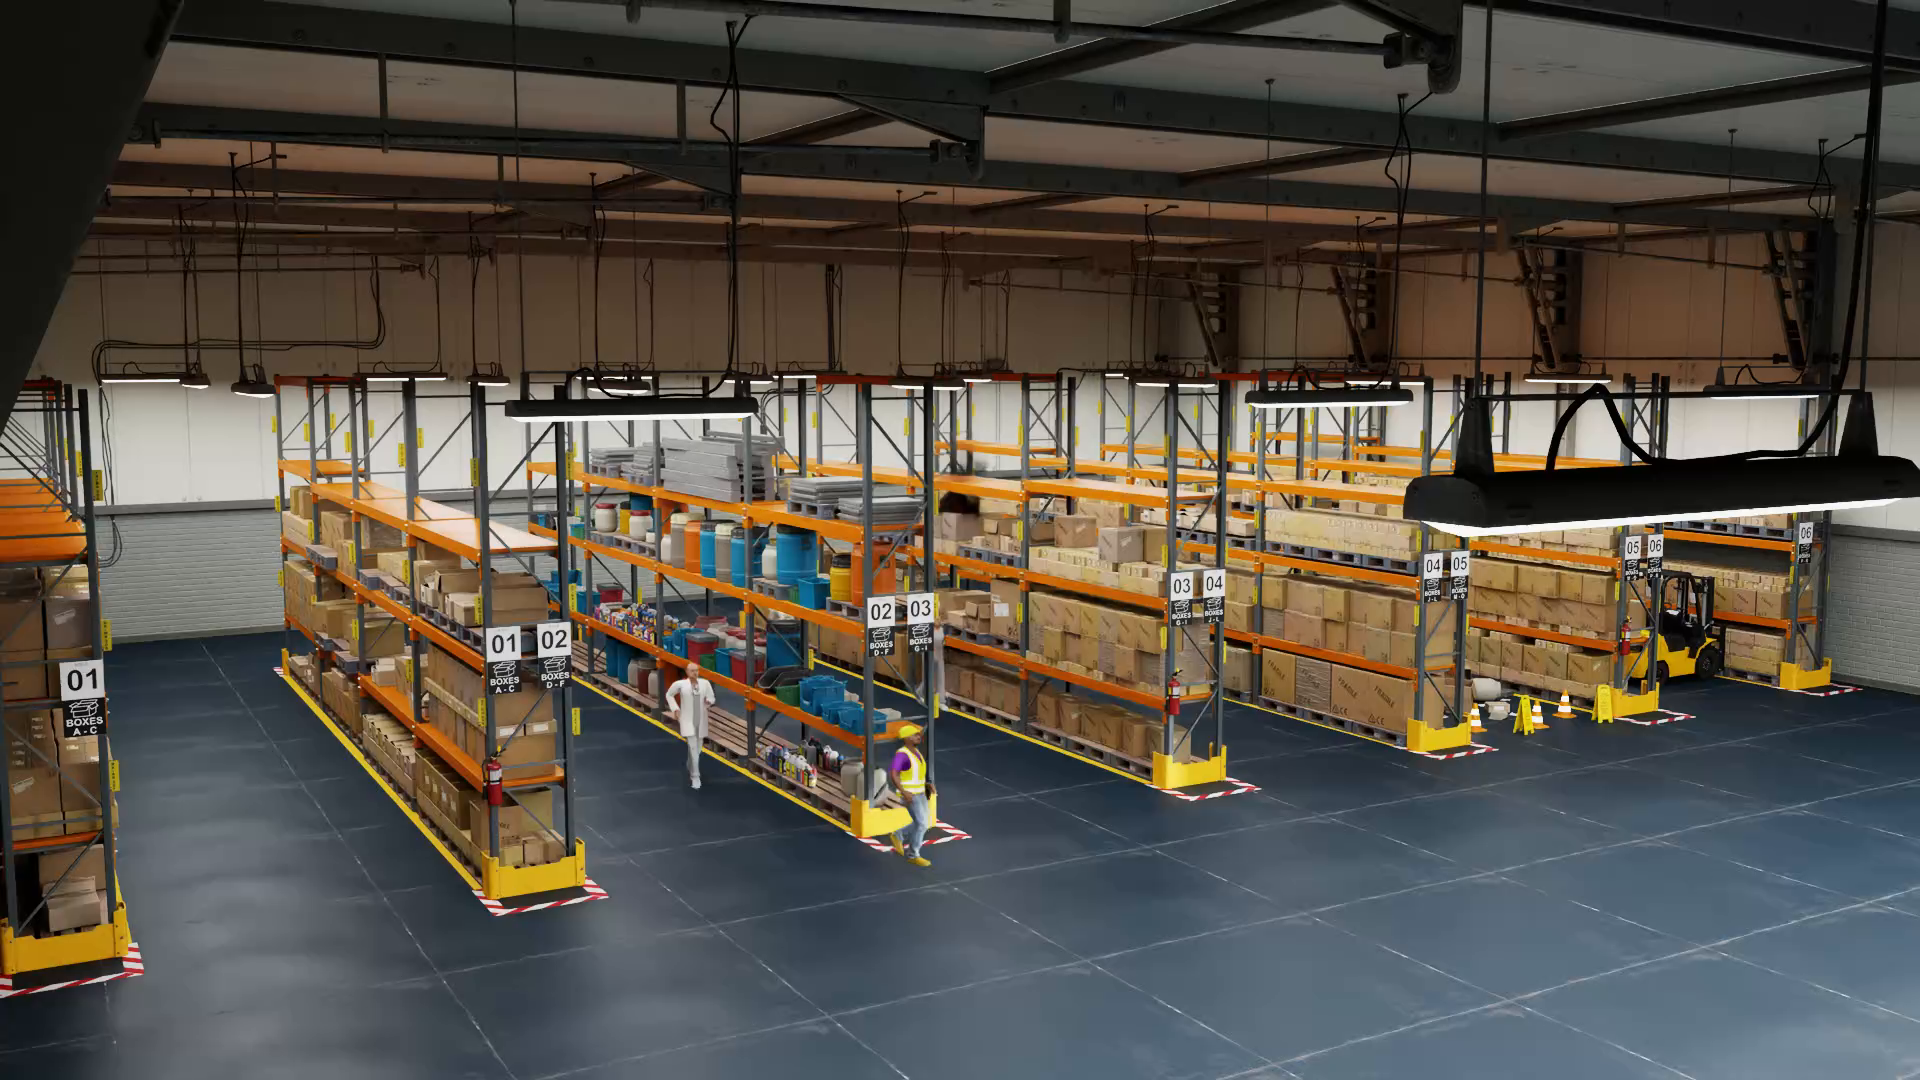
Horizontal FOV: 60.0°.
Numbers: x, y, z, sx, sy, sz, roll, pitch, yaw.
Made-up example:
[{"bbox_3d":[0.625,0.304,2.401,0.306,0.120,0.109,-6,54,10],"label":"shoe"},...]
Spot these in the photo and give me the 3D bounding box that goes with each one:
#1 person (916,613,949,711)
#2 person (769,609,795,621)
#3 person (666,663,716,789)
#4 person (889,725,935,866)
[{"bbox_3d":[-0.463,2.073,28.764,0.552,1.680,0.844,-4,8,-35],"label":"person"},{"bbox_3d":[-3.333,1.806,31.374,0.664,1.790,0.780,-5,8,-38],"label":"person"},{"bbox_3d":[-3.973,2.732,24.788,0.694,1.822,0.836,-3,7,-29],"label":"person"},{"bbox_3d":[-0.601,3.200,20.951,0.585,1.718,0.759,2,7,20],"label":"person"}]
